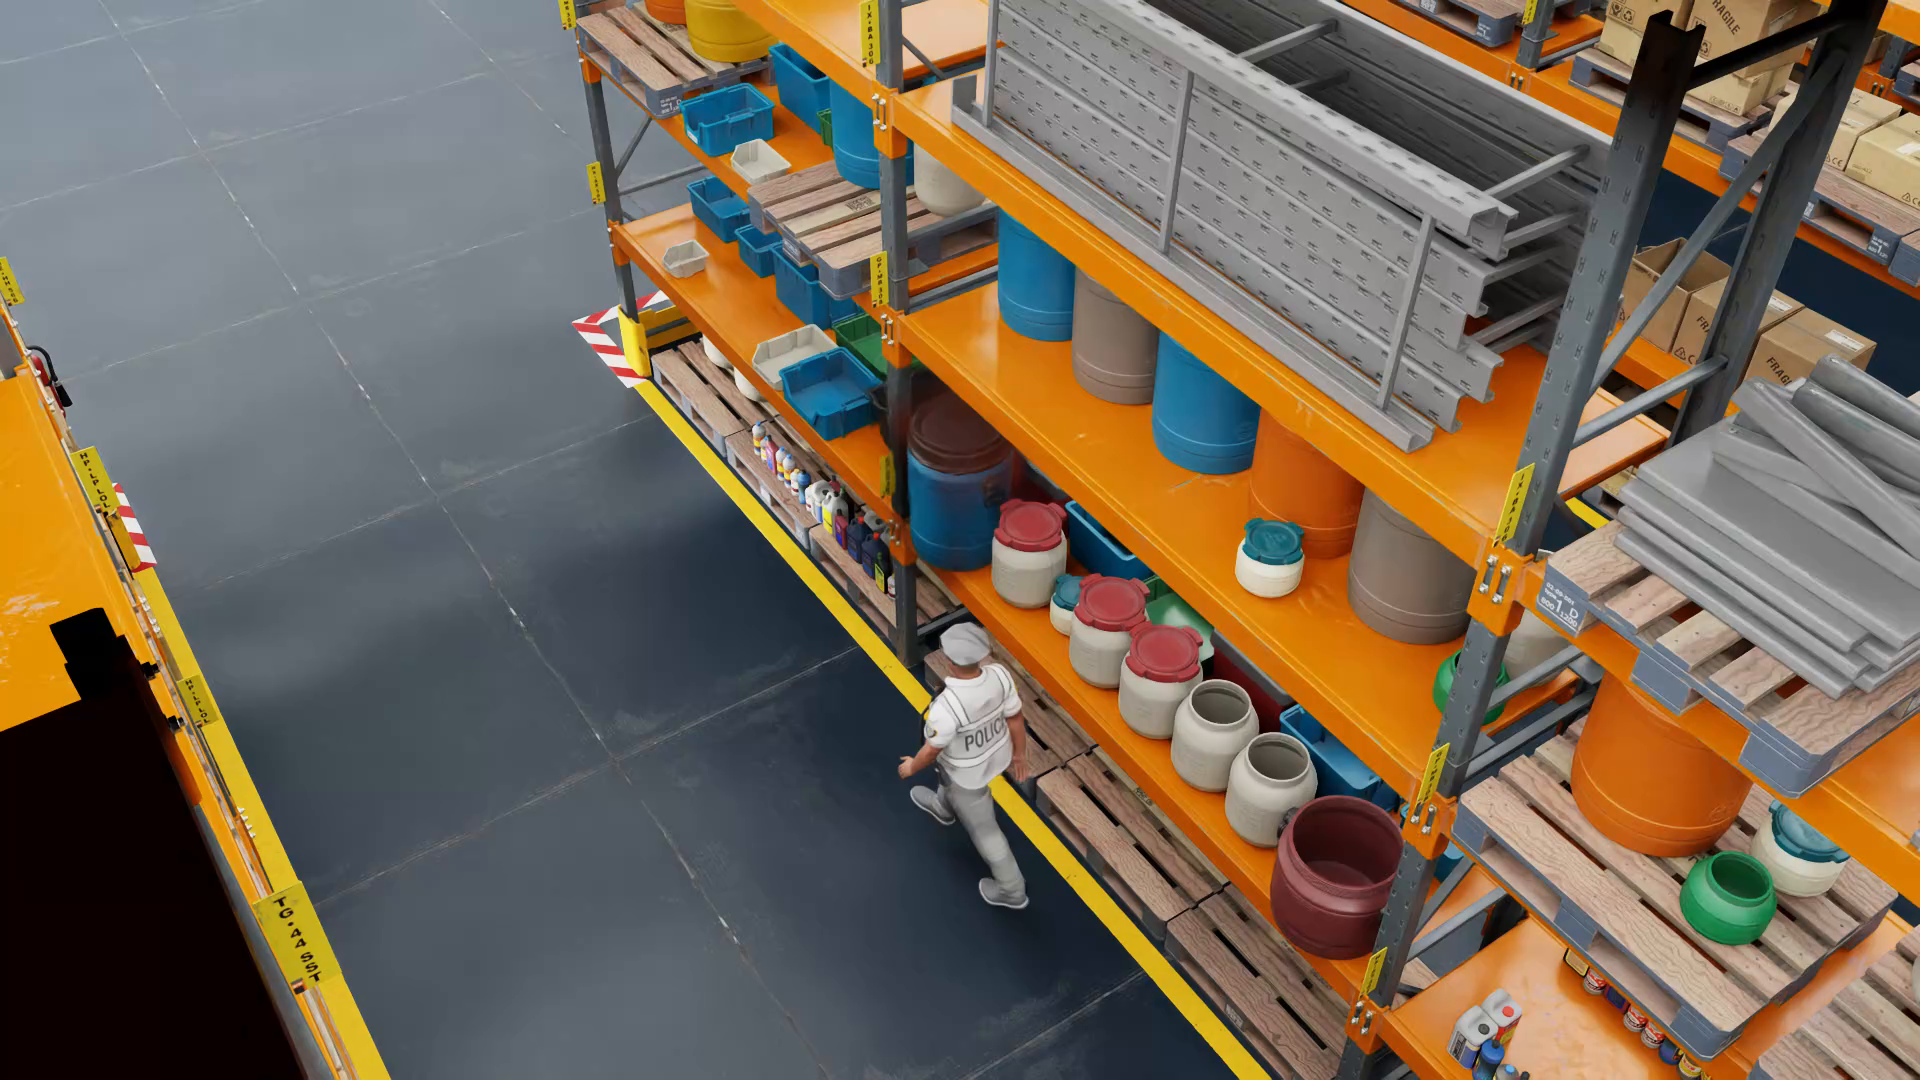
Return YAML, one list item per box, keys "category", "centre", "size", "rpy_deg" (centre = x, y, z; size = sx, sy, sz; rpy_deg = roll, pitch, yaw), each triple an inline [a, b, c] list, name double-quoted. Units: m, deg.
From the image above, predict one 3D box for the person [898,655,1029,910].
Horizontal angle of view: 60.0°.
- category: "person"
  centre: [0.031, 1.161, 8.828]
  size: [1.041, 1.675, 0.560]
  rpy_deg: [31, 51, 29]
